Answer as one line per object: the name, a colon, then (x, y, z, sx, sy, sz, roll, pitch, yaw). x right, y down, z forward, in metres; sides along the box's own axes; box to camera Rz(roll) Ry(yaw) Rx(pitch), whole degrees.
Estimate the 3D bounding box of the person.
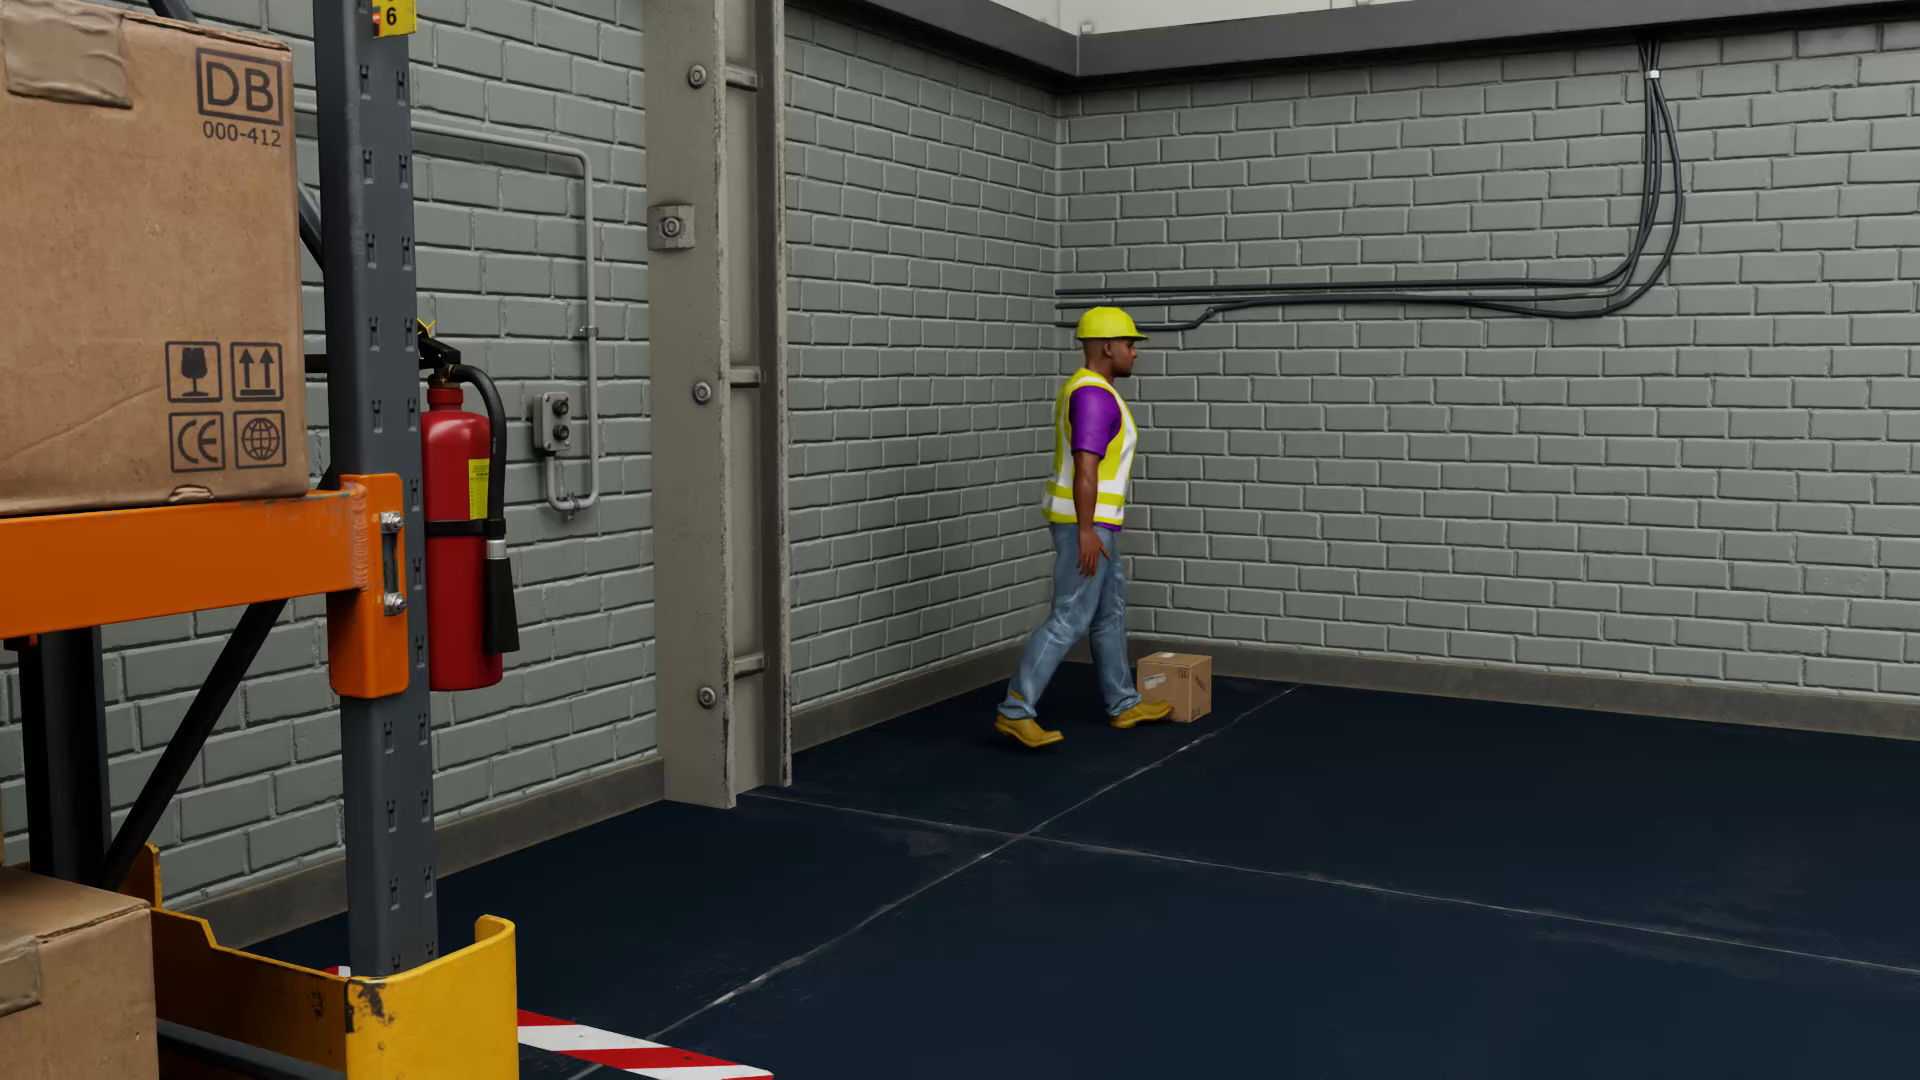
person: (0.521, -0.066, 6.764, 0.812, 1.752, 0.738, -1, 6, -5)
